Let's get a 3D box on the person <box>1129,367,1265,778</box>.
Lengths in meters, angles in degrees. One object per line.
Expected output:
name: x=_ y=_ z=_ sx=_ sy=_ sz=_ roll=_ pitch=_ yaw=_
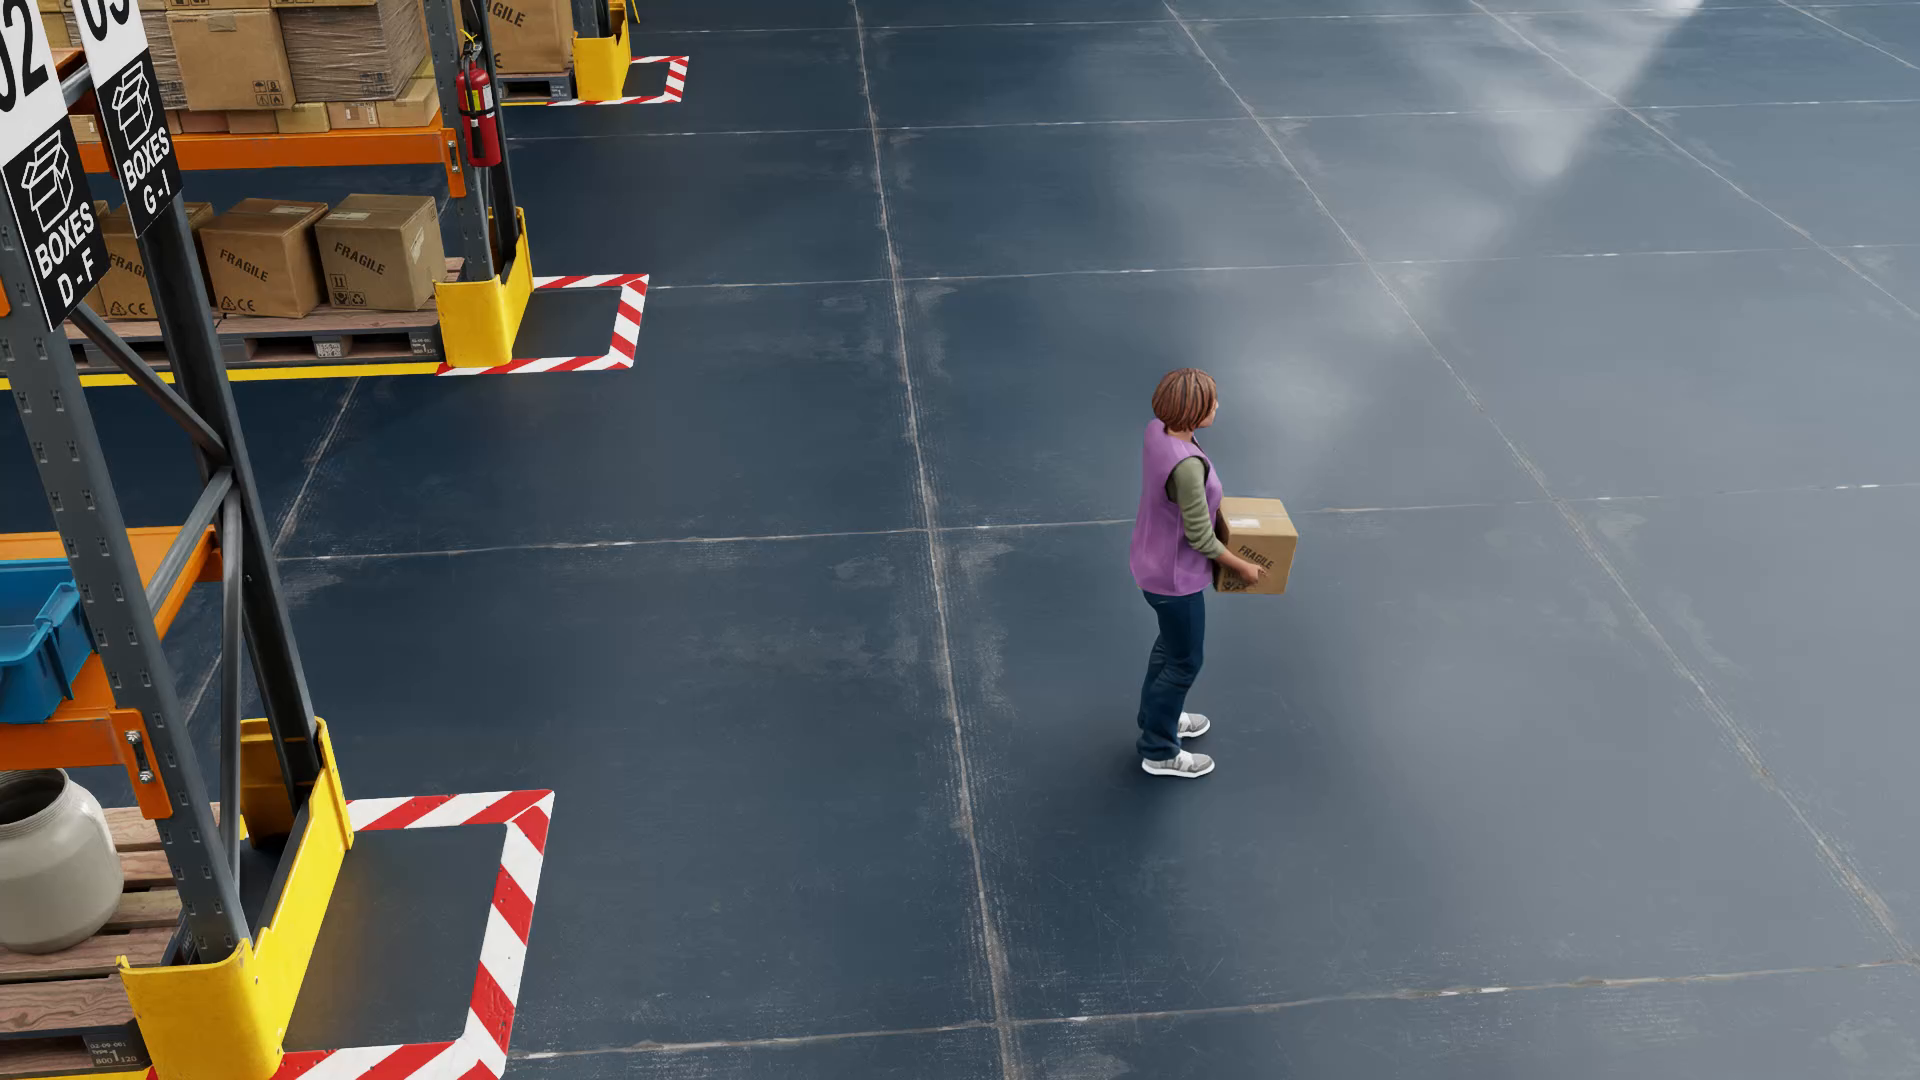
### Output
person: x=0.839 y=0.111 z=5.953 sx=0.461 sy=1.602 sz=0.440 roll=-3 pitch=32 yaw=-5
